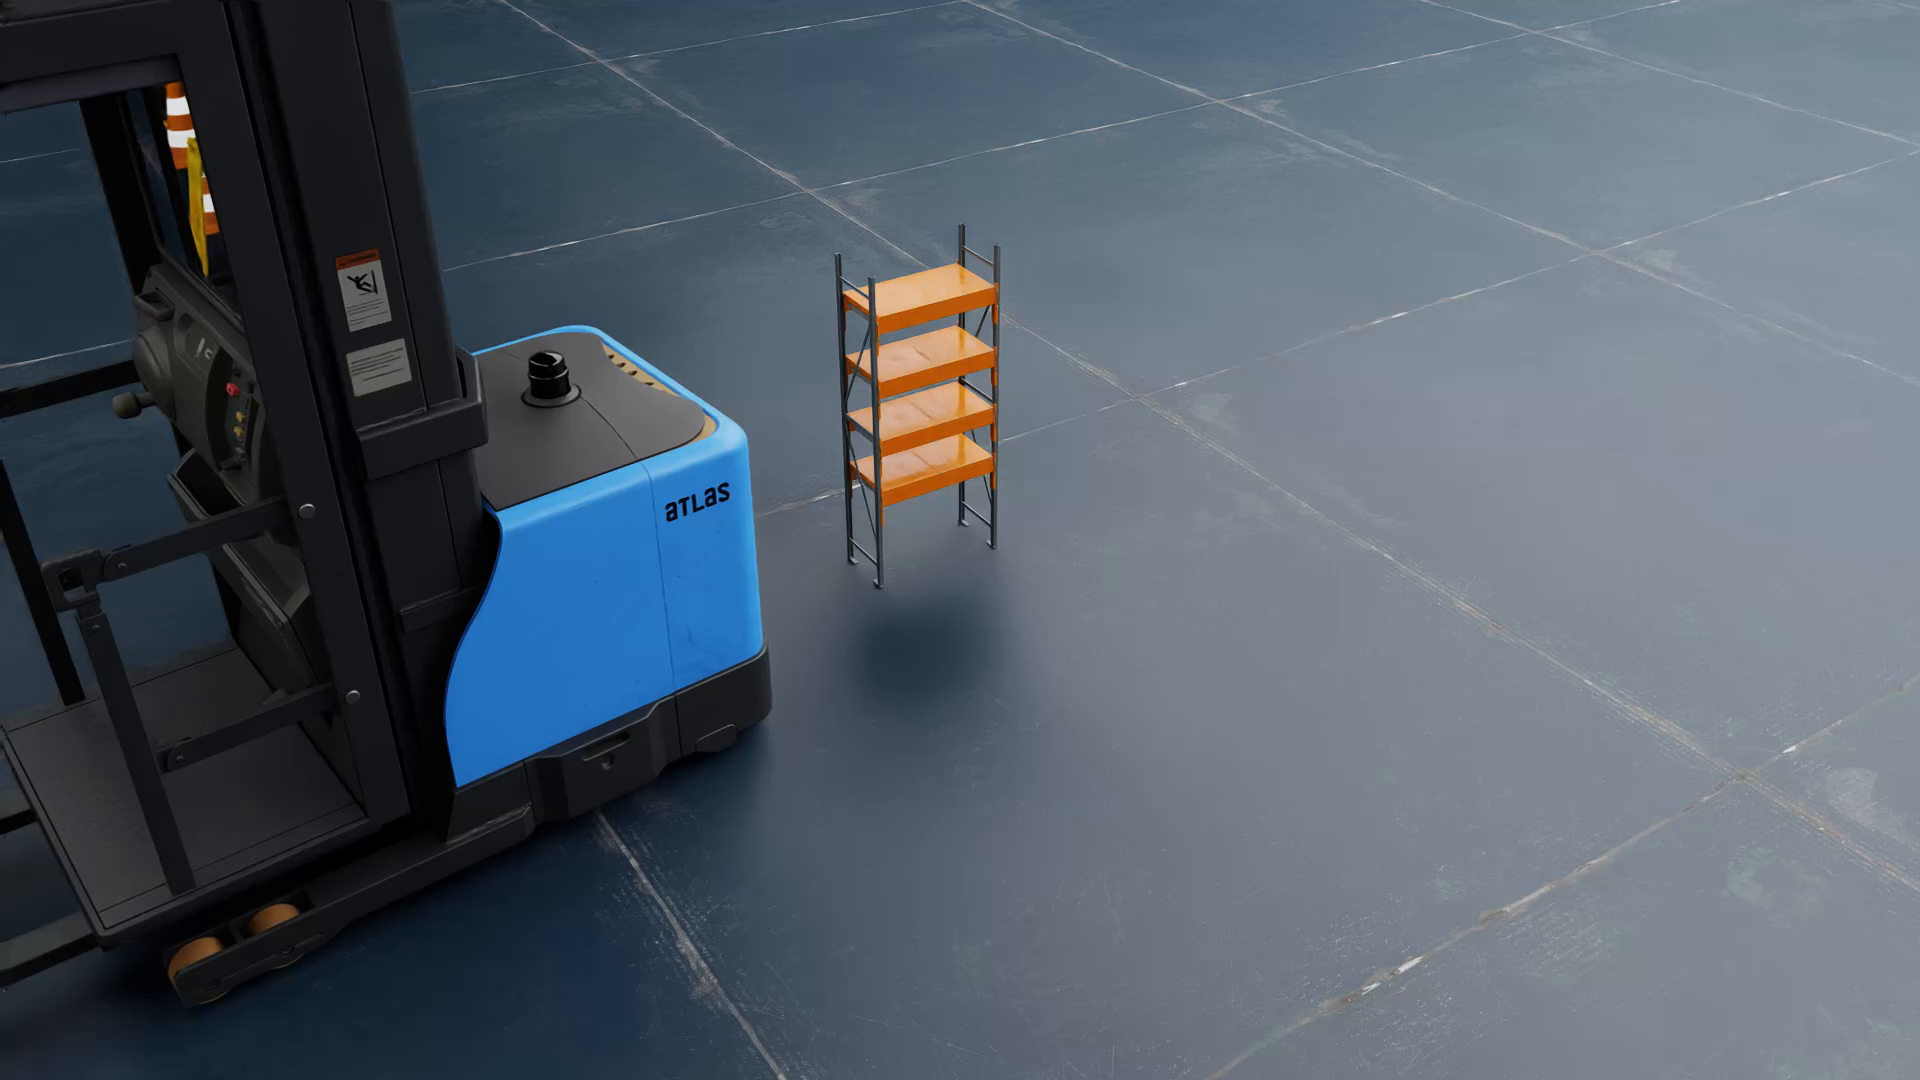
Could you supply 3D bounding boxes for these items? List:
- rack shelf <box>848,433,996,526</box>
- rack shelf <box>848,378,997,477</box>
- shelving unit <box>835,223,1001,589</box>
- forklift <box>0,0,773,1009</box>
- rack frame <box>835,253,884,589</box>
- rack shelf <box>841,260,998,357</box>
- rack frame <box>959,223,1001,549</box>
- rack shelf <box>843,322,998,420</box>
[{"bbox_3d":[-0.139,-0.235,5.996,0.480,0.148,0.258,-19,37,-27],"label":"rack shelf"},{"bbox_3d":[-0.139,-0.403,5.890,0.480,0.148,0.258,-19,37,-27],"label":"rack shelf"},{"bbox_3d":[-0.139,-0.460,5.854,0.503,1.200,0.258,-19,37,-27],"label":"shelving unit"},{"bbox_3d":[-2.060,-0.353,4.062,3.031,2.935,1.130,-23,39,-32],"label":"forklift"},{"bbox_3d":[-0.344,-0.389,5.742,0.015,1.200,0.240,-19,37,-27],"label":"rack frame"},{"bbox_3d":[-0.139,-0.792,5.644,0.480,0.148,0.258,-19,37,-27],"label":"rack shelf"},{"bbox_3d":[0.066,-0.530,5.966,0.015,1.200,0.240,-19,37,-27],"label":"rack frame"},{"bbox_3d":[-0.139,-0.592,5.771,0.480,0.148,0.258,-19,37,-27],"label":"rack shelf"}]
